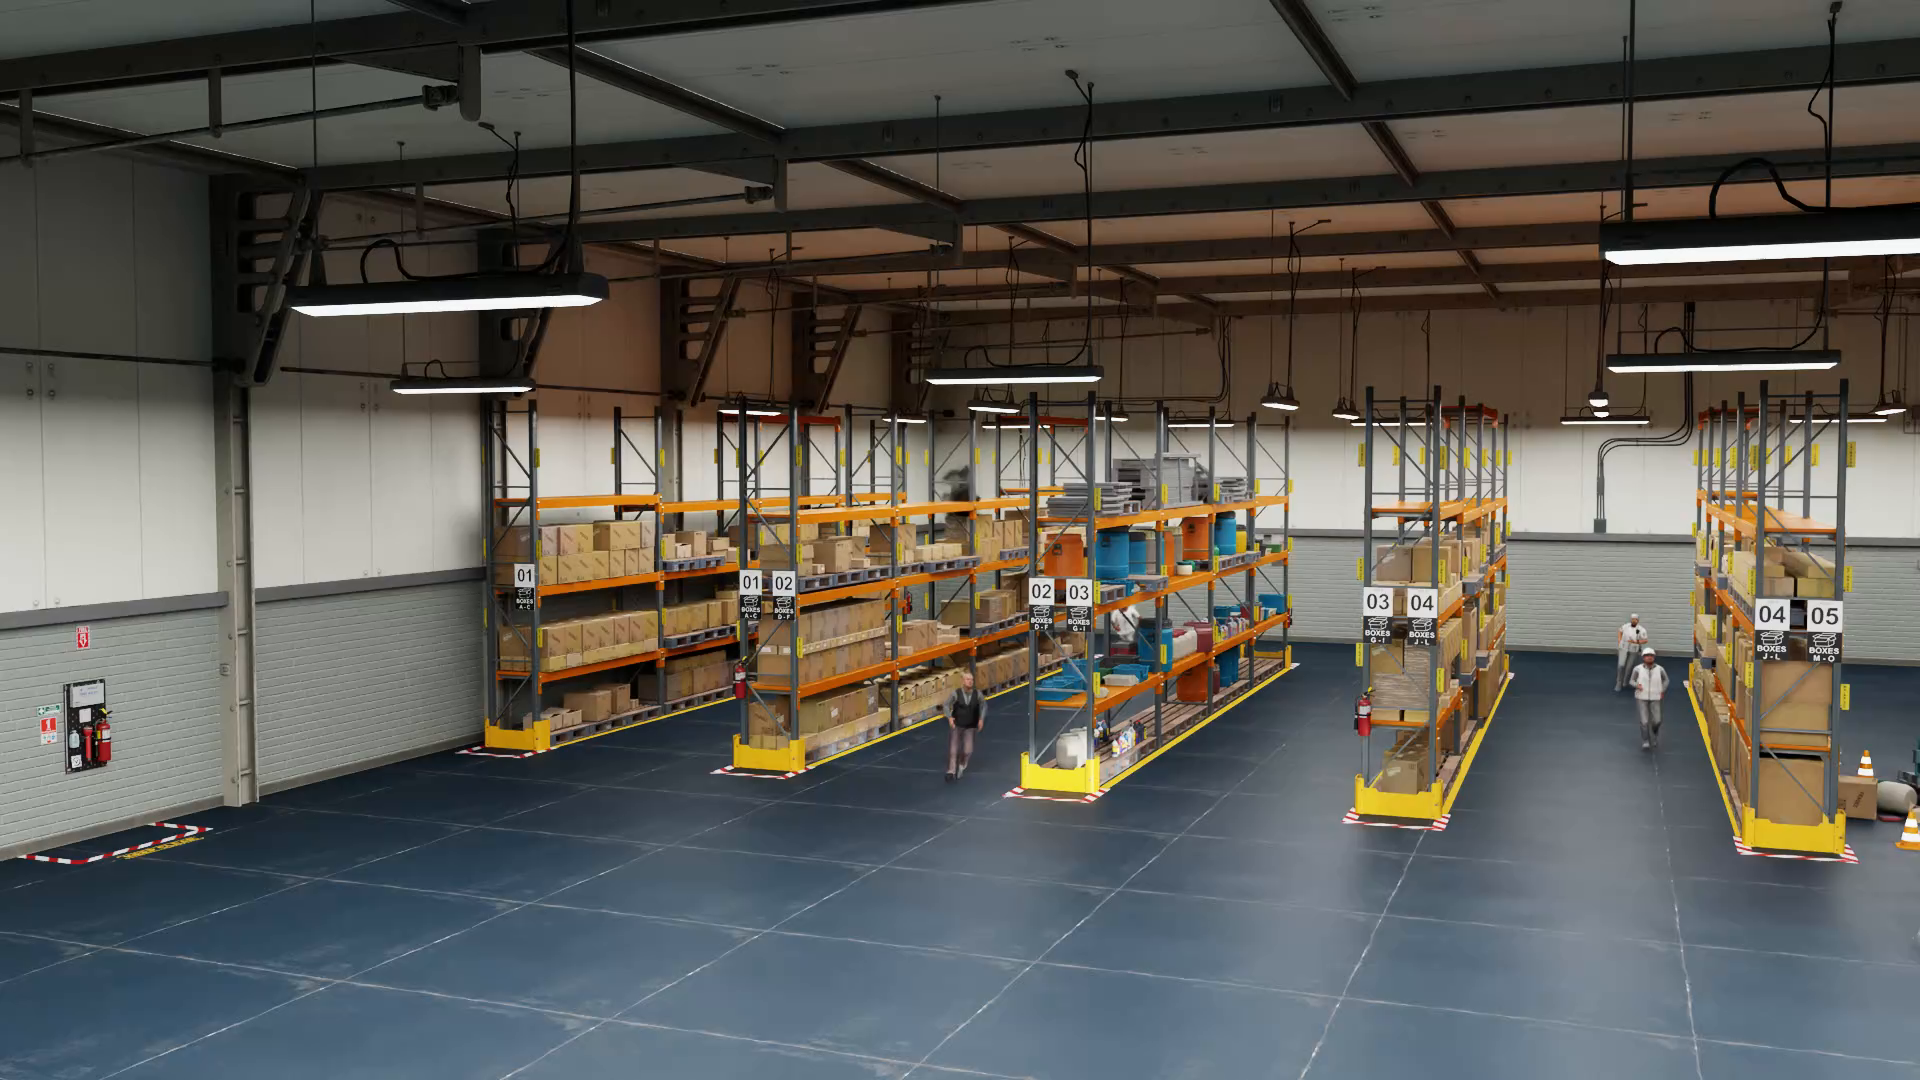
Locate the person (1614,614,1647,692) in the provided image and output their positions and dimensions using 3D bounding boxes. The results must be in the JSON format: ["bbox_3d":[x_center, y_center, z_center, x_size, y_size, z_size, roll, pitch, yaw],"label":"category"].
[{"bbox_3d":[14.484,2.427,35.866,0.624,1.696,0.750,1,3,25],"label":"person"}]

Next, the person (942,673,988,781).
[{"bbox_3d":[0.081,2.898,25.690,0.716,1.667,0.584,0,3,-3],"label":"person"}]

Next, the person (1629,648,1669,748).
[{"bbox_3d":[11.799,2.718,28.495,0.611,1.727,0.590,1,3,19],"label":"person"}]

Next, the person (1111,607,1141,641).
[{"bbox_3d":[3.932,2.209,39.487,0.740,1.720,0.781,1,3,11],"label":"person"}]
